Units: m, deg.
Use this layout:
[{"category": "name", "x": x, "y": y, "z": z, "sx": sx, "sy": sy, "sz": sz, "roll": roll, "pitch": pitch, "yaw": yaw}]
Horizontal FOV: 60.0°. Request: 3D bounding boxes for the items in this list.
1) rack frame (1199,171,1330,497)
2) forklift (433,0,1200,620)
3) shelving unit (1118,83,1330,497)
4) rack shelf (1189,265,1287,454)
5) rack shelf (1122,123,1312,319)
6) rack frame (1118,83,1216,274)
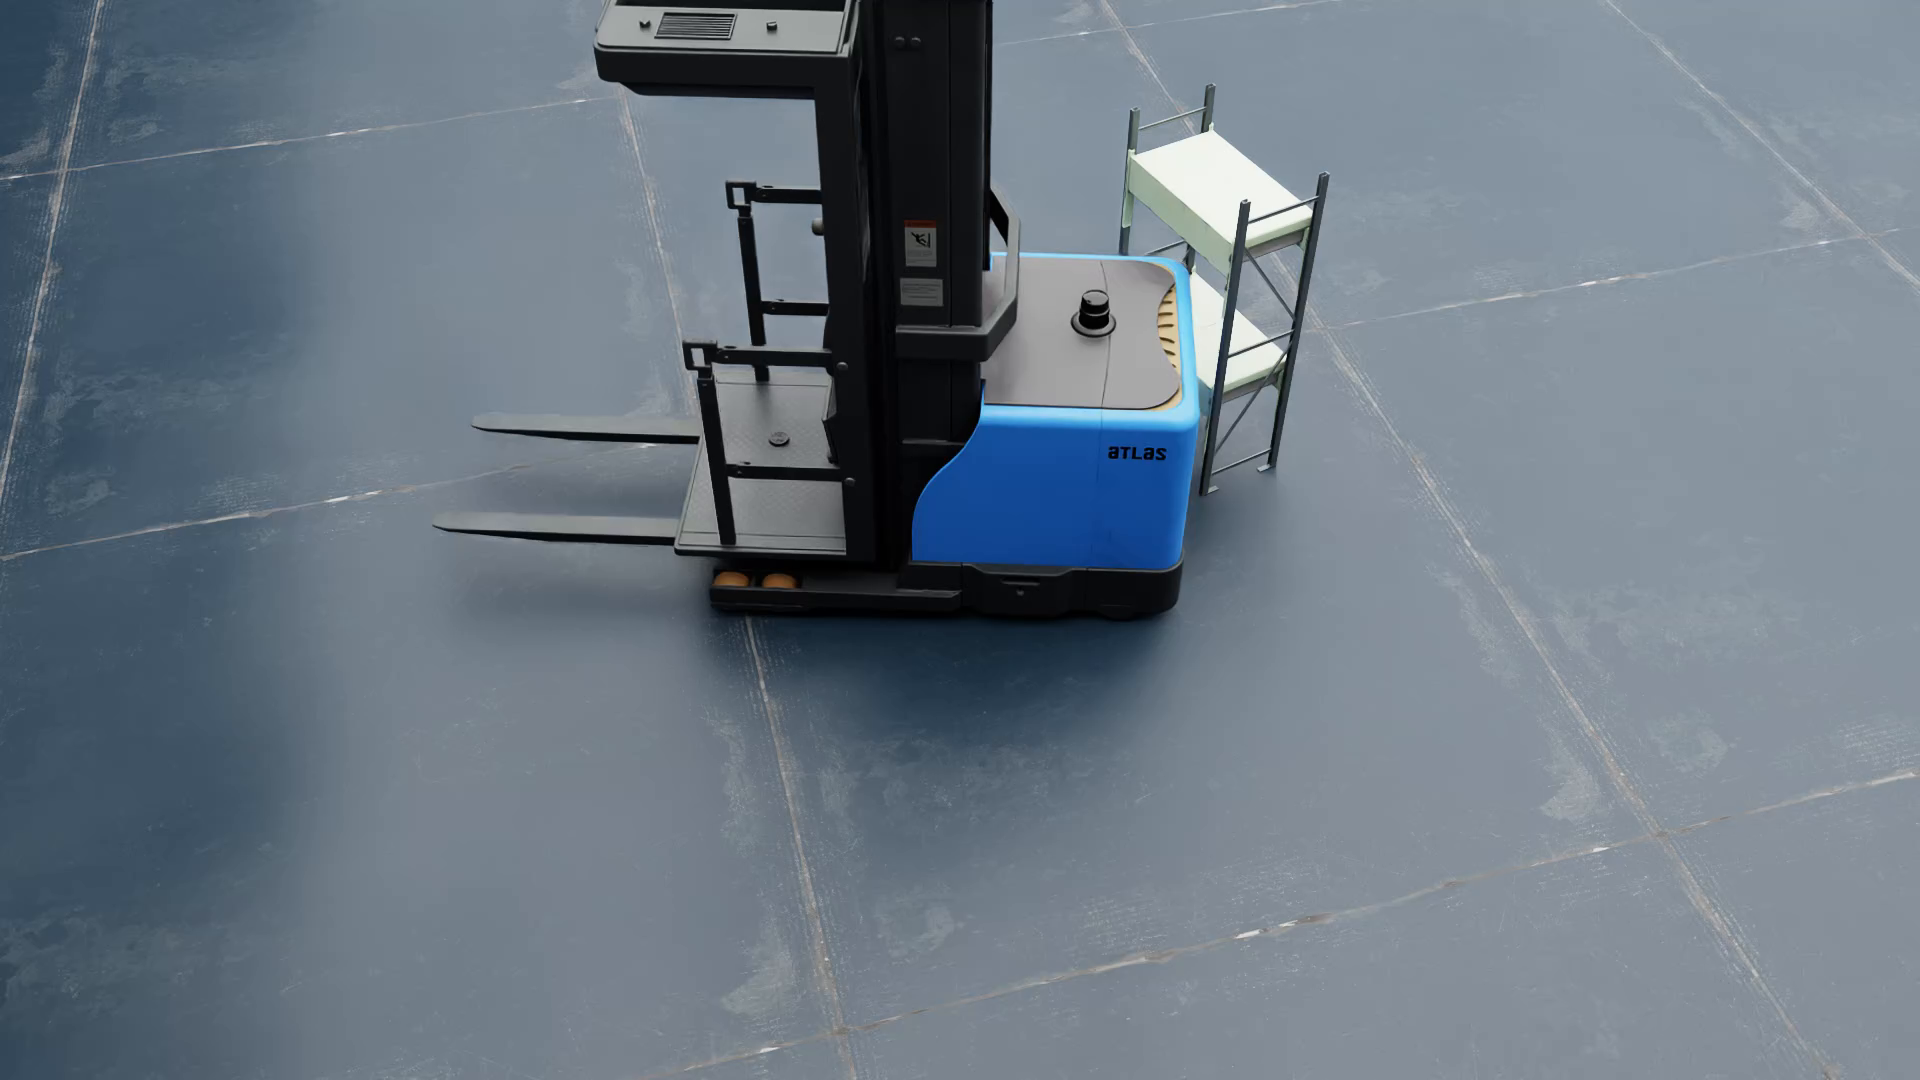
[{"category": "rack frame", "x": 1.212, "y": -0.788, "z": 6.723, "sx": 0.400, "sy": 1.500, "sz": 0.023, "roll": -22, "pitch": 50, "yaw": -20}, {"category": "forklift", "x": -0.612, "y": -1.109, "z": 6.036, "sx": 3.031, "sy": 2.935, "sz": 1.130, "roll": 2, "pitch": 46, "yaw": 2}, {"category": "shelving unit", "x": 1.032, "y": -1.016, "z": 6.946, "sx": 0.431, "sy": 1.500, "sz": 0.755, "roll": -22, "pitch": 50, "yaw": -20}, {"category": "rack shelf", "x": 1.032, "y": -0.787, "z": 7.179, "sx": 0.431, "sy": 0.370, "sz": 0.720, "roll": -22, "pitch": 50, "yaw": -20}, {"category": "rack shelf", "x": 1.032, "y": -1.289, "z": 6.667, "sx": 0.431, "sy": 0.370, "sz": 0.720, "roll": -22, "pitch": 50, "yaw": -20}, {"category": "rack frame", "x": 0.852, "y": -1.243, "z": 7.169, "sx": 0.400, "sy": 1.500, "sz": 0.023, "roll": -22, "pitch": 50, "yaw": -20}]
